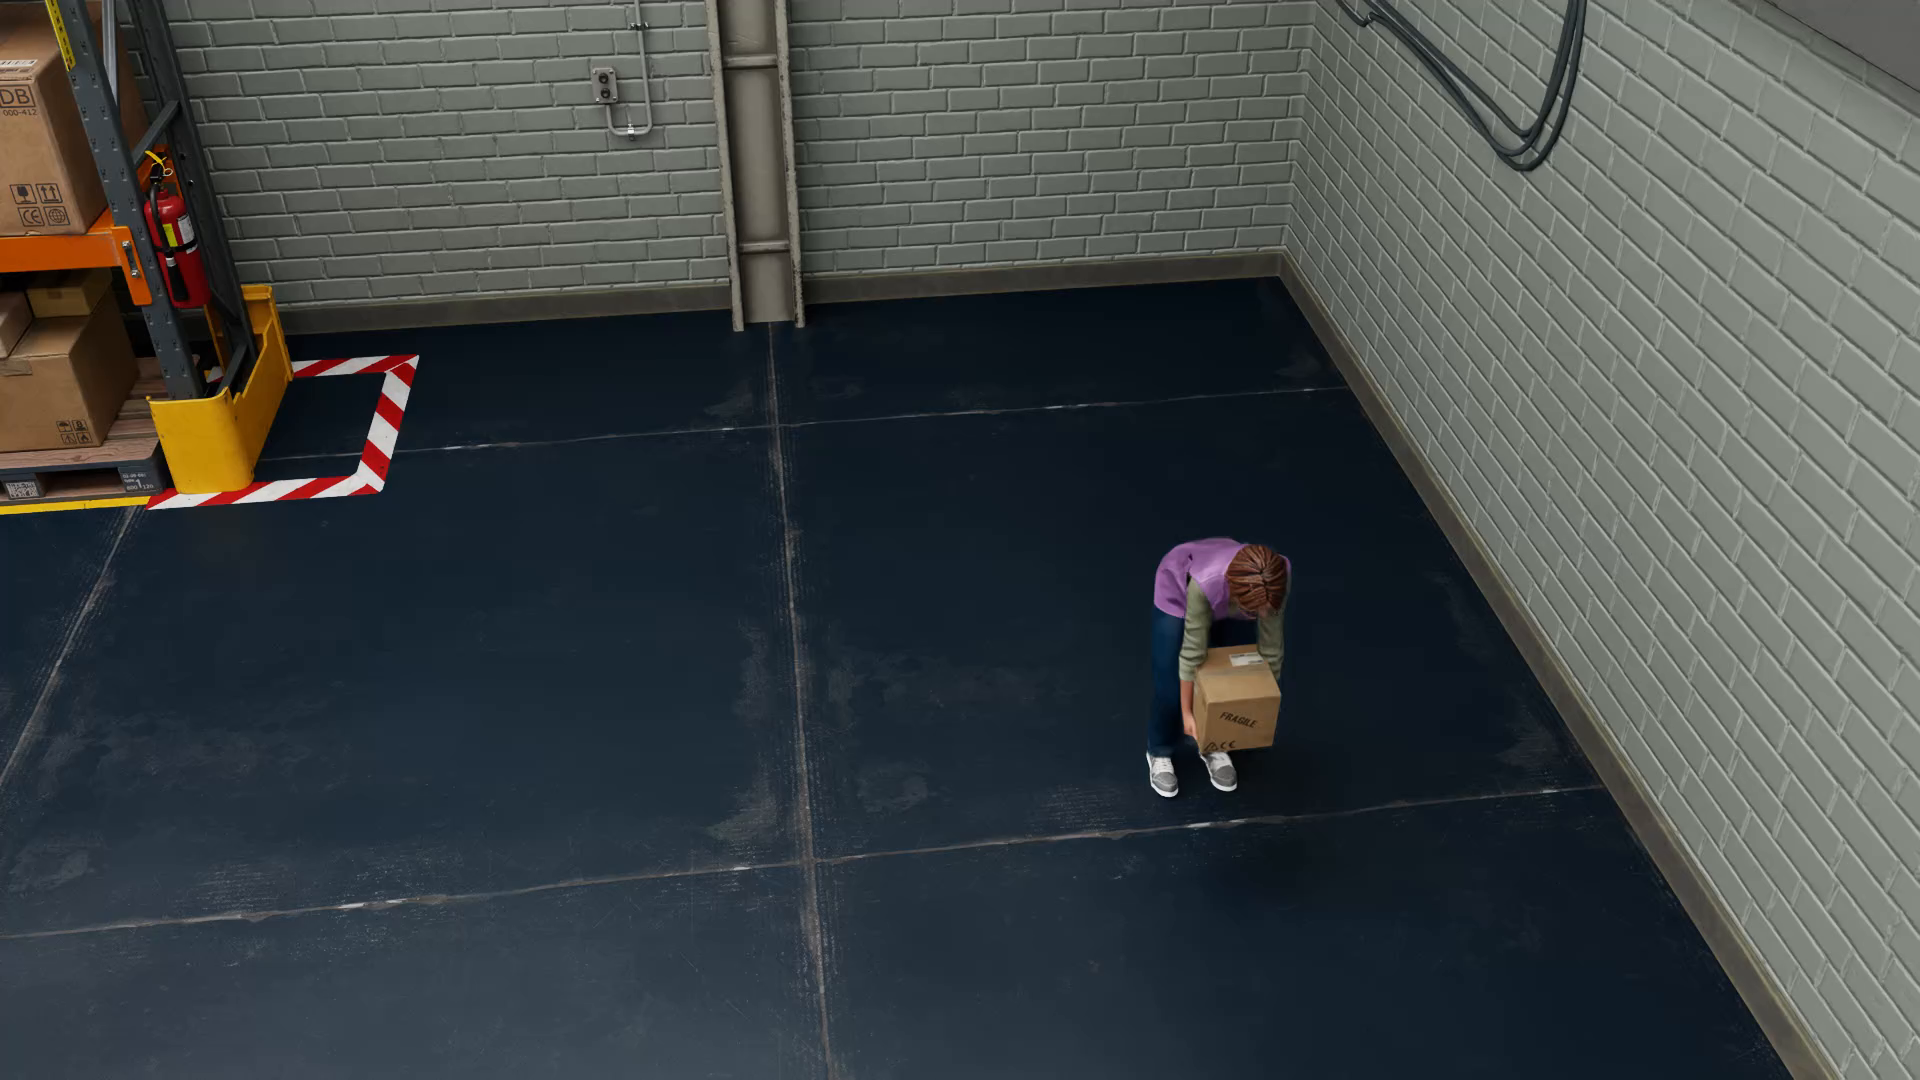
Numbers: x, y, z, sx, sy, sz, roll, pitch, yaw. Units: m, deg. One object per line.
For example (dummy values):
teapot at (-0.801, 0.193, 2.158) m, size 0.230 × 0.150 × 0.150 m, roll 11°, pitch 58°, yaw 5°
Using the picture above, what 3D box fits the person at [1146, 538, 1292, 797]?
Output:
person at (0.892, 0.438, 5.781) m, size 0.382 × 1.317 × 0.757 m, roll -5°, pitch 36°, yaw -7°
